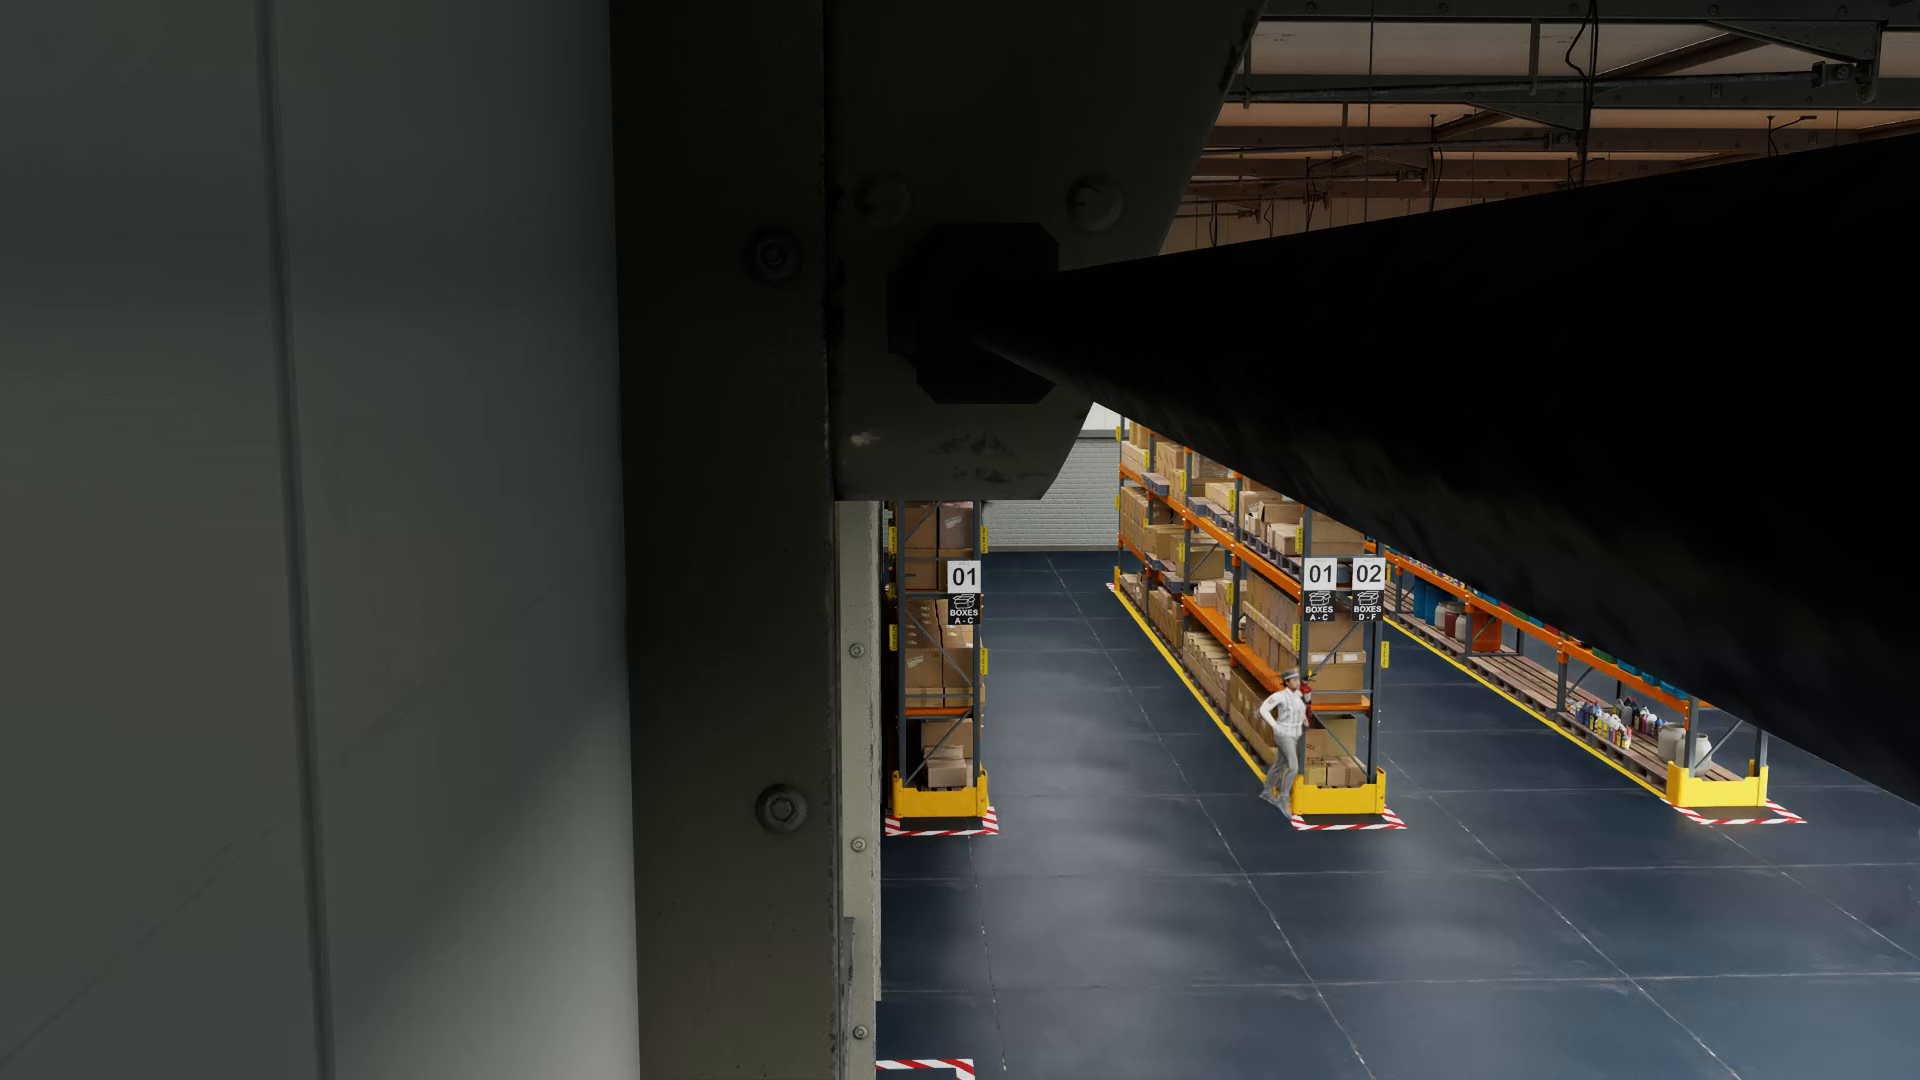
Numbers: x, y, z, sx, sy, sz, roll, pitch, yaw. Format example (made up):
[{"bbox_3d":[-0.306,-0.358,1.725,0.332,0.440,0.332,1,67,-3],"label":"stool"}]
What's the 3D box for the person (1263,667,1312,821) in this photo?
[{"bbox_3d":[3.929,2.400,19.827,0.641,1.812,0.574,-8,11,-44],"label":"person"}]
